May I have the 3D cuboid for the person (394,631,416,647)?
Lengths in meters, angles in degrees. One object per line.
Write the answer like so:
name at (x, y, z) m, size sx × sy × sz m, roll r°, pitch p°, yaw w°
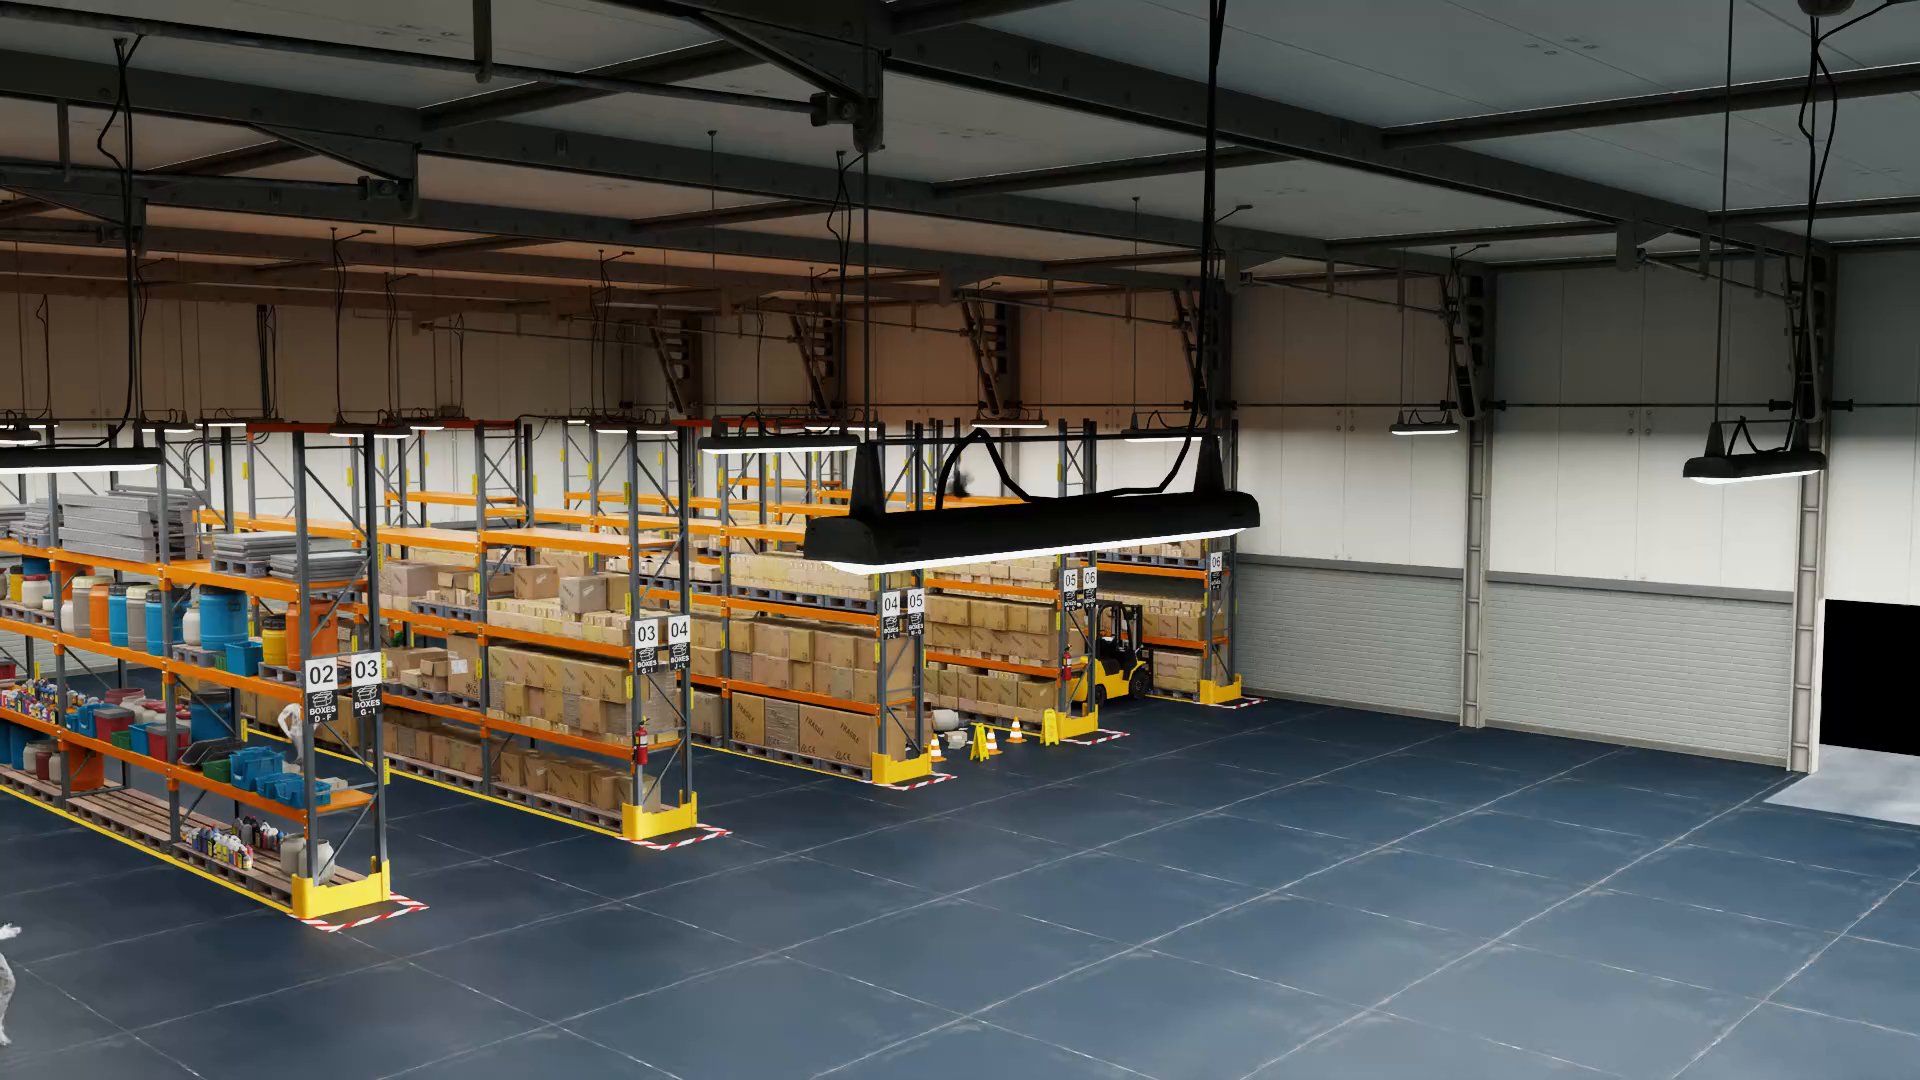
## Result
person at (-13.414, 2.170, 40.215) m, size 0.771 × 1.807 × 0.723 m, roll -1°, pitch 5°, yaw -7°

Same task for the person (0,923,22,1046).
person at (-9.605, 4.118, 16.311) m, size 0.773 × 1.850 × 0.699 m, roll -1°, pitch 5°, yaw -16°

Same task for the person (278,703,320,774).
person at (-10.858, 3.240, 27.486) m, size 0.532 × 1.665 × 0.667 m, roll 4°, pitch 6°, yaw 40°
